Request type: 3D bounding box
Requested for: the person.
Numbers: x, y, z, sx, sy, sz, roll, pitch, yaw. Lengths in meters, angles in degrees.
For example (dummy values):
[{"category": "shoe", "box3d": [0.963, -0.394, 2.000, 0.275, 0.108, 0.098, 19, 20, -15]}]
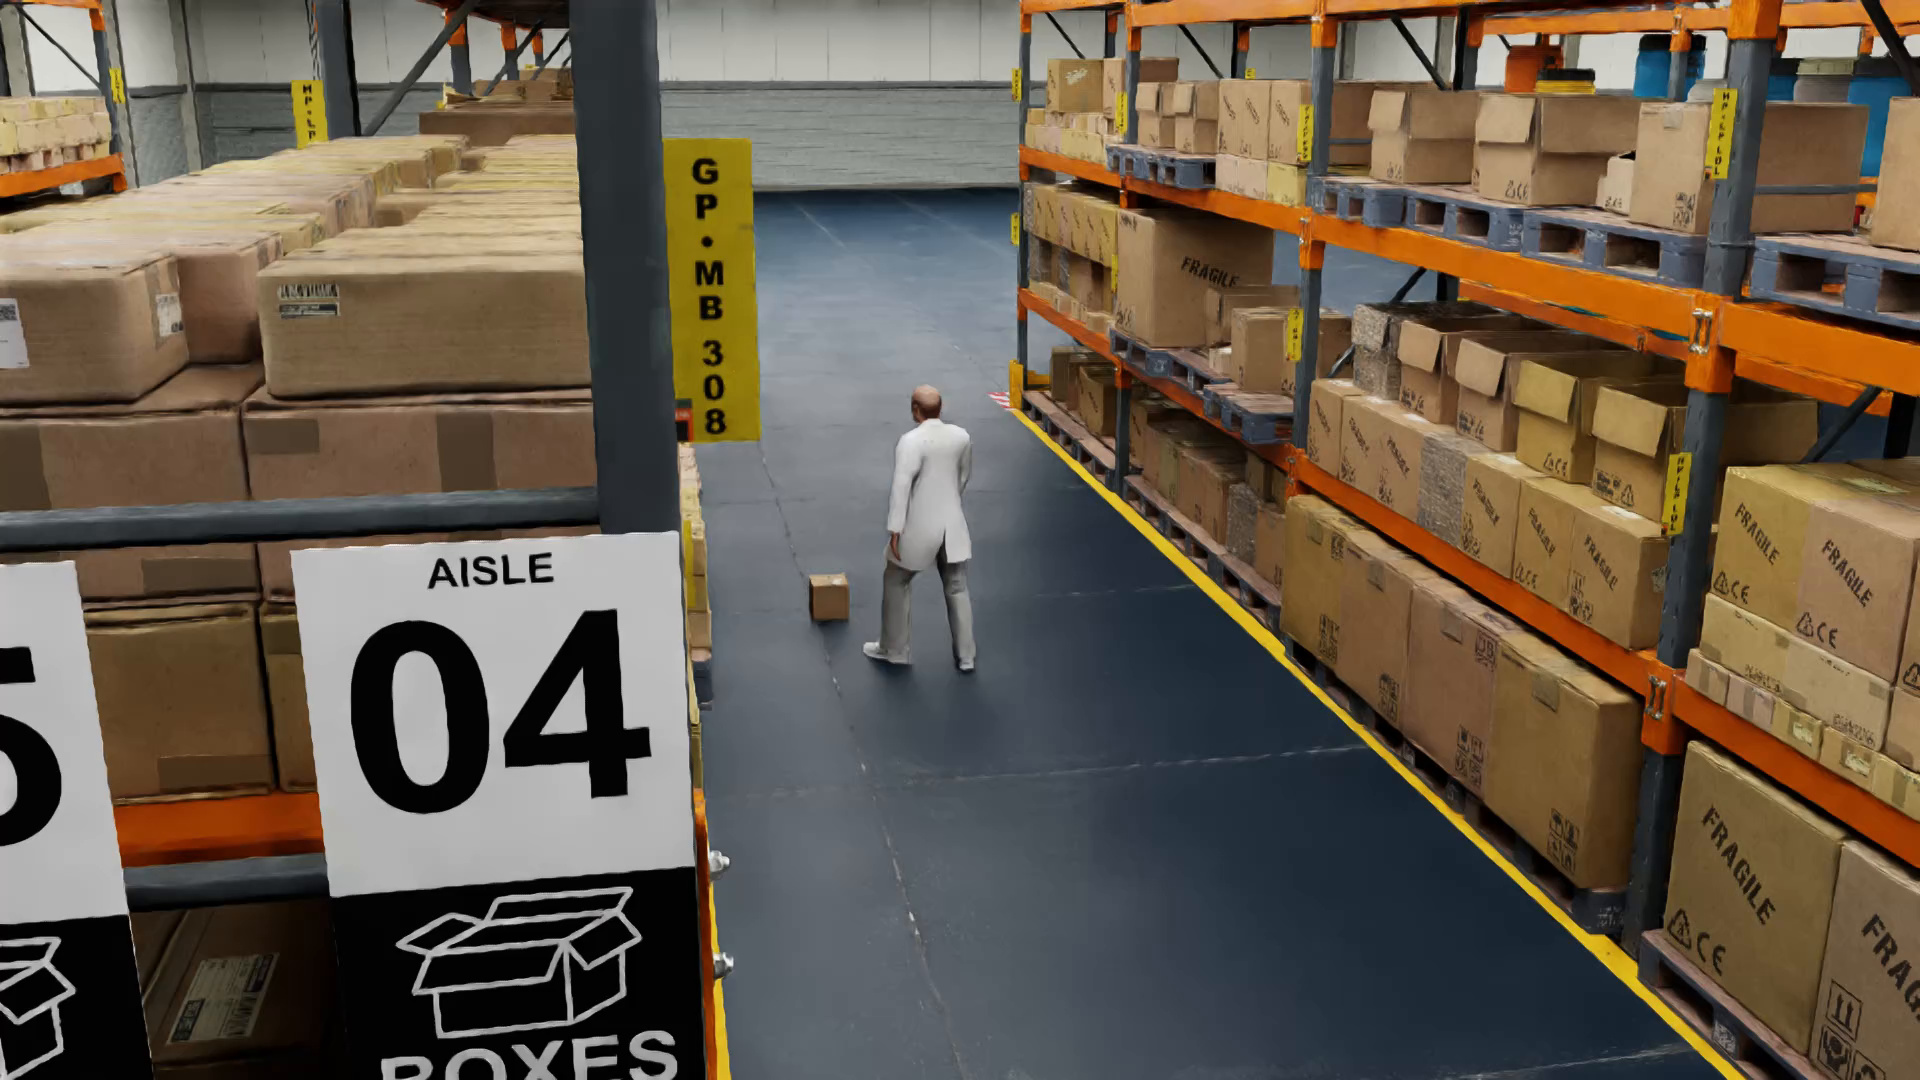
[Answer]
[{"category": "person", "box3d": [-0.217, -0.088, 10.352, 0.680, 1.761, 0.683, -10, 19, -31]}]
